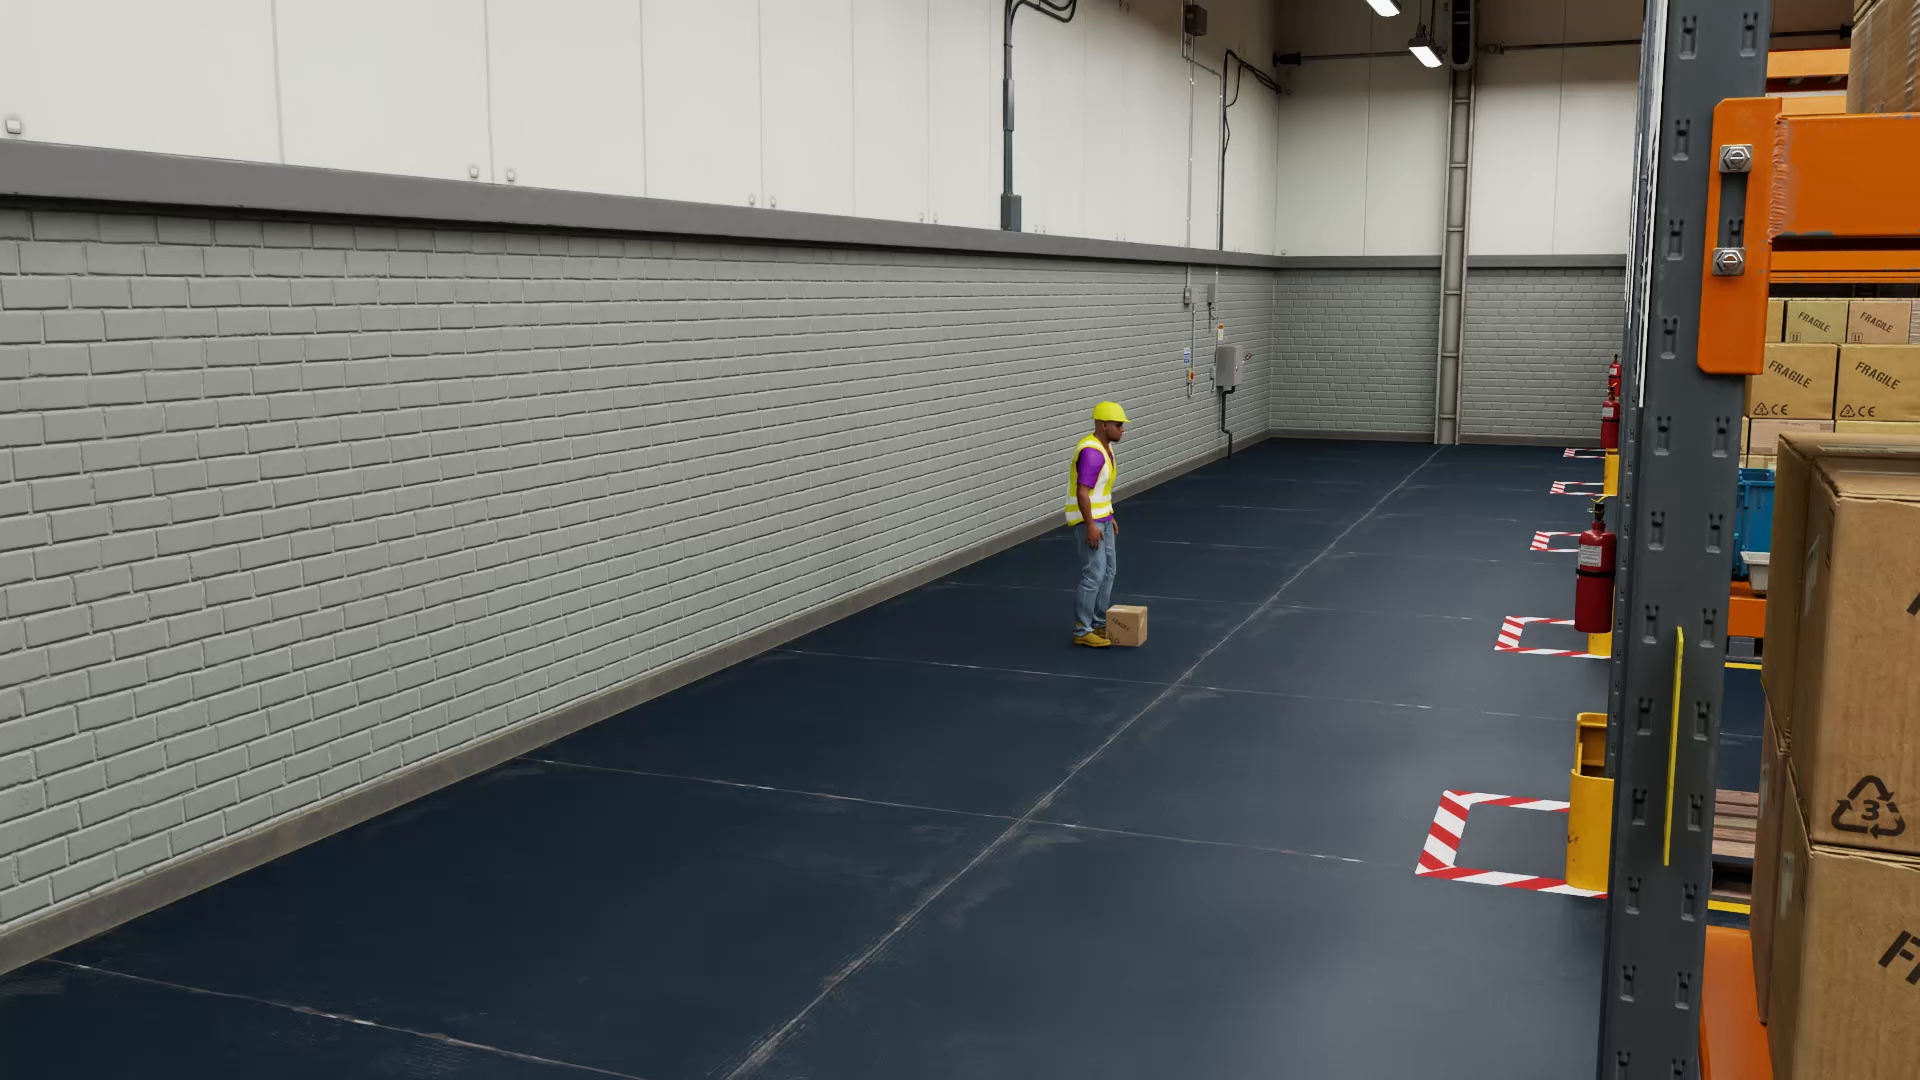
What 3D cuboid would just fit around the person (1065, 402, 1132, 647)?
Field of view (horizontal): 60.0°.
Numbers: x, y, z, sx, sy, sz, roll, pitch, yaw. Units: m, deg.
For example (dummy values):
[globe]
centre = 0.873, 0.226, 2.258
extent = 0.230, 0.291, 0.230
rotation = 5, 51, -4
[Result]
[person]
centre = 1.010, -0.130, 12.143
extent = 0.458, 1.761, 0.638
rotation = 3, 9, 19
